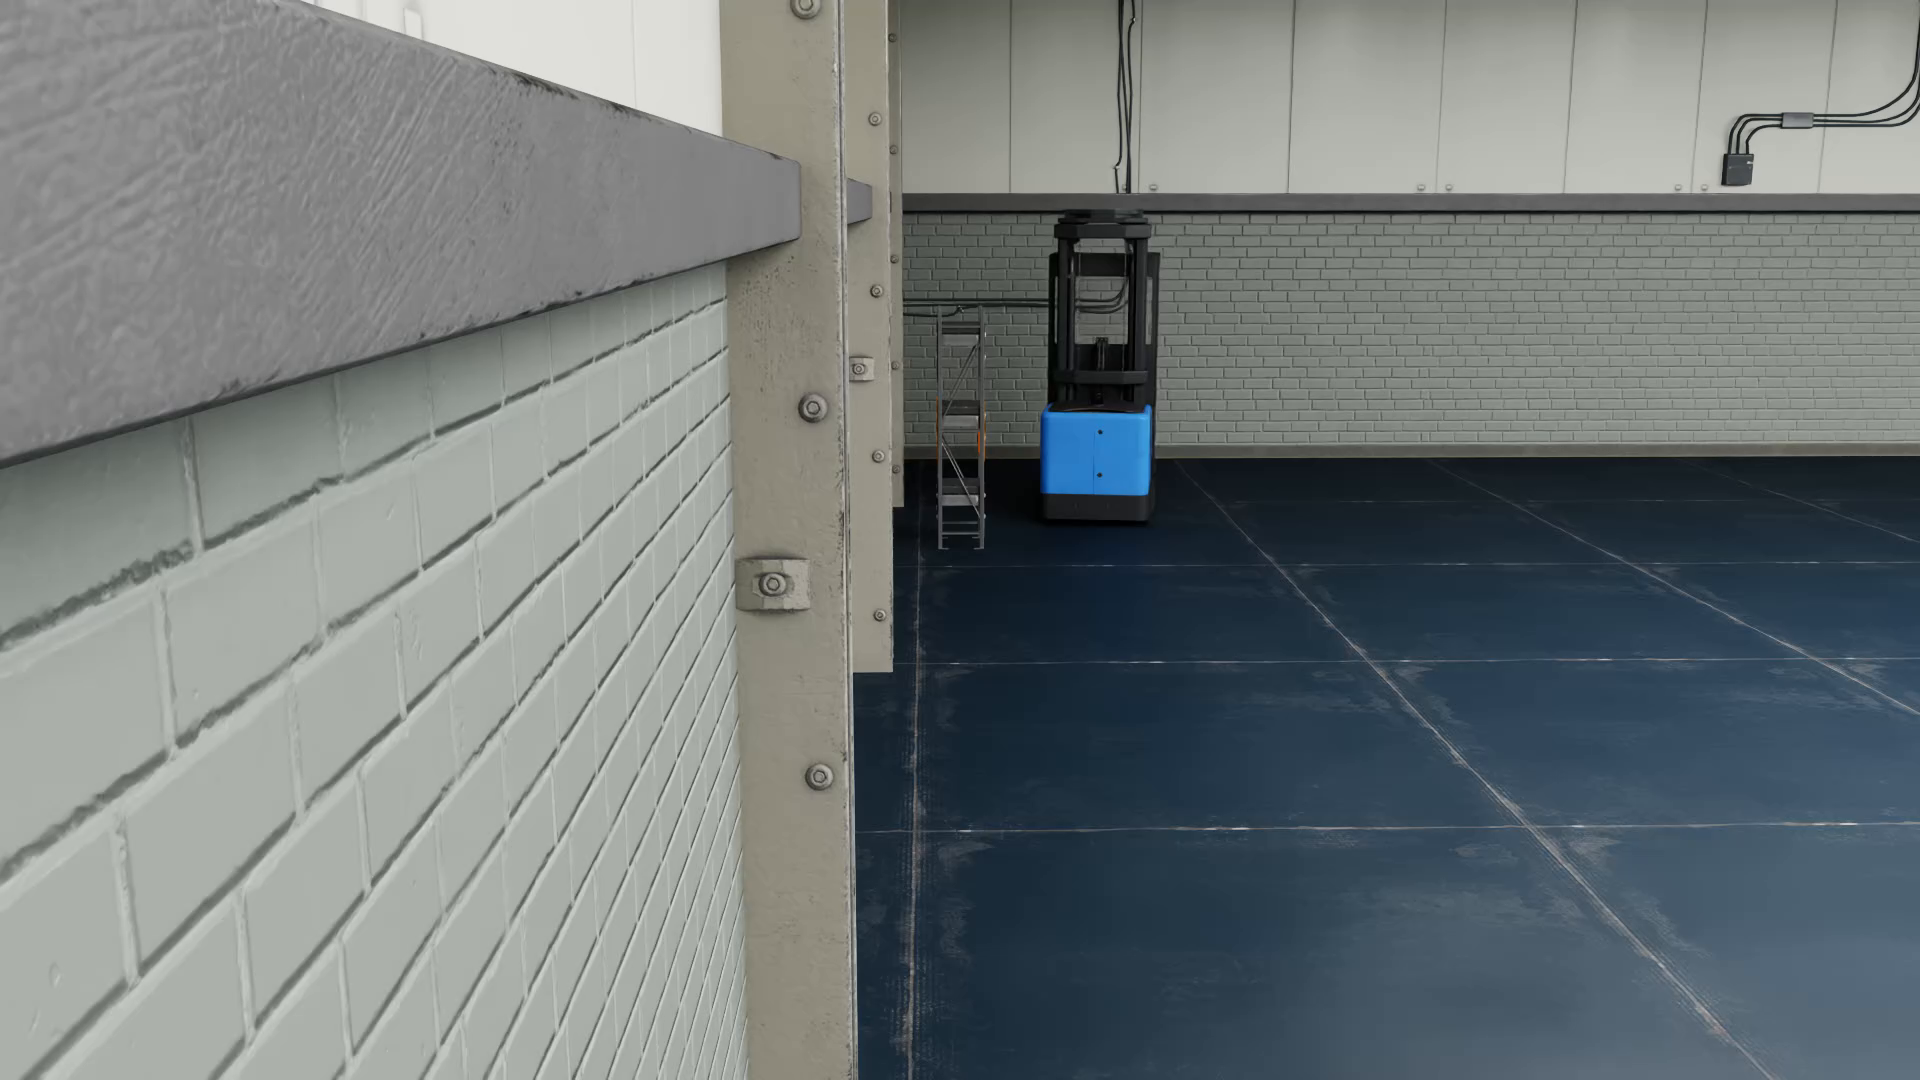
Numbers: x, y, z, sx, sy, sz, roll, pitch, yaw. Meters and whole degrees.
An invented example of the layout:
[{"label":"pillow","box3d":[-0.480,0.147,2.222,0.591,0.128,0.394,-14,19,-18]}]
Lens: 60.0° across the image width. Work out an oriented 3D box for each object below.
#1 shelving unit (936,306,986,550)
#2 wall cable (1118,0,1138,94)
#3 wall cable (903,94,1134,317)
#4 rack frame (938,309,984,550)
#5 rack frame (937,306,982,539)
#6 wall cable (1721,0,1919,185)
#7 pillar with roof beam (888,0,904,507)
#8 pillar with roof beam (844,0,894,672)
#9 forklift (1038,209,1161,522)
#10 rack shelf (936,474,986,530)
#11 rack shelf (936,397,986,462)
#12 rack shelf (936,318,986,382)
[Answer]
[{"label":"shelving unit","box3d":[0.003,-0.996,14.688,0.431,2.100,0.503,0,11,-1]},{"label":"wall cable","box3d":[3.244,-6.338,18.772,3.097,2.526,0.112,0,11,-1]},{"label":"wall cable","box3d":[0.539,-3.851,19.219,3.097,2.526,0.112,0,11,-1]},{"label":"rack frame","box3d":[0.009,-0.948,14.449,0.400,2.100,0.015,0,11,-1]},{"label":"rack frame","box3d":[-0.002,-1.045,14.927,0.400,2.100,0.015,0,11,-1]},{"label":"wall cable","box3d":[10.031,-7.076,18.749,2.305,6.003,0.169,0,11,-1]},{"label":"pillar with roof beam","box3d":[3.582,-4.800,16.085,9.100,9.000,0.400,0,11,-1]},{"label":"pillar with roof beam","box3d":[3.706,-3.607,10.206,9.100,9.000,0.400,0,11,-1]},{"label":"forklift","box3d":[1.458,-1.853,16.821,1.130,2.935,3.031,2,12,8]},{"label":"rack shelf","box3d":[0.003,-0.297,14.830,0.431,0.518,0.480,0,11,-1]},{"label":"rack shelf","box3d":[0.003,-0.983,14.691,0.431,0.518,0.480,0,11,-1]},{"label":"rack shelf","box3d":[0.003,-1.669,14.552,0.431,0.518,0.480,0,11,-1]}]
